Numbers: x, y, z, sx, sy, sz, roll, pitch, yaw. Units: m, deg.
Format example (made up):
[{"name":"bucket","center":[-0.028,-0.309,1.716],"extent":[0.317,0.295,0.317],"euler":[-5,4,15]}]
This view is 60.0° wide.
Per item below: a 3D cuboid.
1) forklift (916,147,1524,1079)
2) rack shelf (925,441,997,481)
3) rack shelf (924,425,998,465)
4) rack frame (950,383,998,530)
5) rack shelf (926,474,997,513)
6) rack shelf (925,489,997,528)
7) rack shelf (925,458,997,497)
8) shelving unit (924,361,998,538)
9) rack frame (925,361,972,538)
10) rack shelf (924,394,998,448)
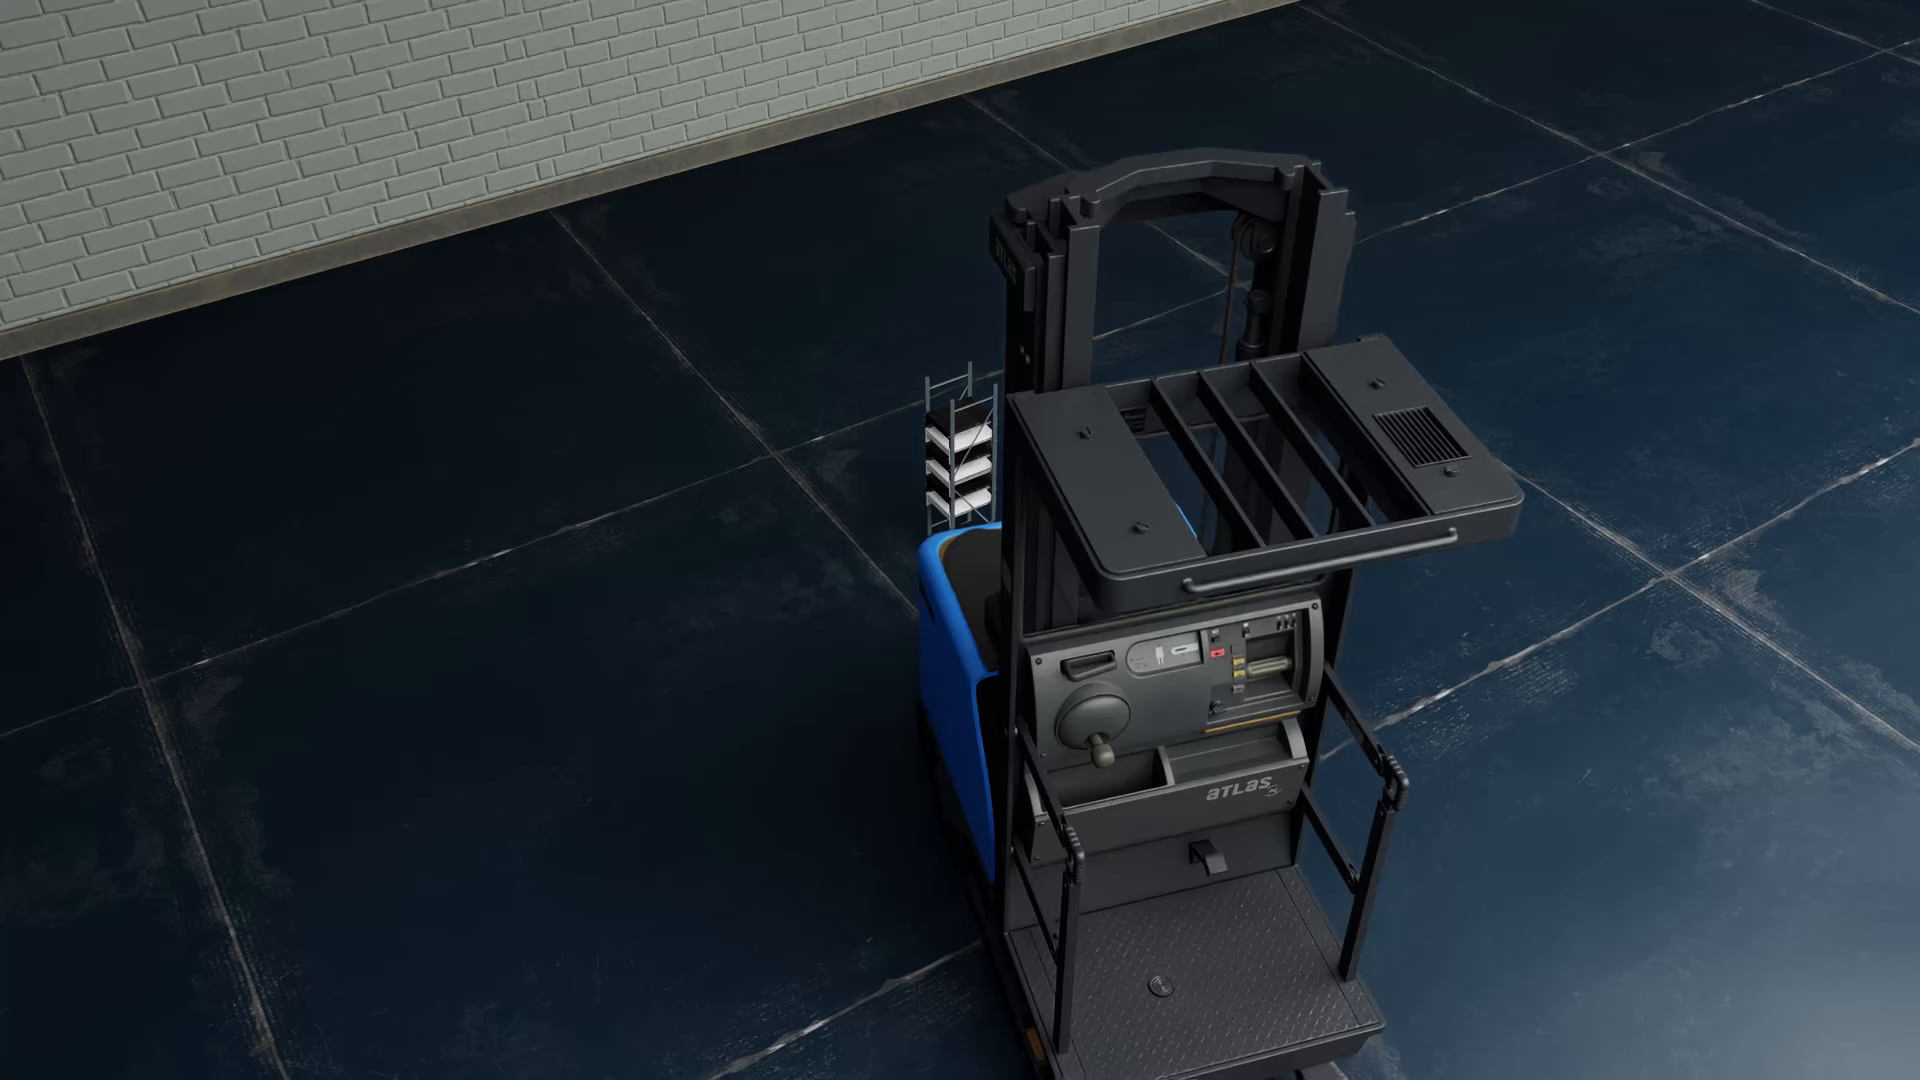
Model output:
[{"name":"forklift","center":[0.721,0.505,4.855],"extent":[1.130,2.935,3.031],"euler":[-10,41,-12]},{"name":"rack shelf","center":[0.004,-0.385,7.420],"extent":[0.258,0.077,0.200],"euler":[-22,45,-24]},{"name":"rack shelf","center":[0.004,-0.454,7.363],"extent":[0.258,0.077,0.200],"euler":[-22,45,-24]},{"name":"rack frame","center":[0.059,-0.286,7.391],"extent":[0.240,0.900,0.006],"euler":[-22,45,-24]},{"name":"rack shelf","center":[0.004,-0.247,7.536],"extent":[0.258,0.077,0.200],"euler":[-22,45,-24]},{"name":"rack shelf","center":[0.004,-0.177,7.593],"extent":[0.258,0.077,0.200],"euler":[-22,45,-24]},{"name":"rack shelf","center":[0.004,-0.316,7.478],"extent":[0.258,0.077,0.200],"euler":[-22,45,-24]},{"name":"shelving unit","center":[0.004,-0.341,7.457],"extent":[0.258,0.900,0.210],"euler":[-22,45,-24]},{"name":"rack frame","center":[-0.050,-0.396,7.523],"extent":[0.240,0.900,0.006],"euler":[-22,45,-24]},{"name":"rack shelf","center":[0.004,-0.523,7.305],"extent":[0.258,0.077,0.200],"euler":[-22,45,-24]}]
